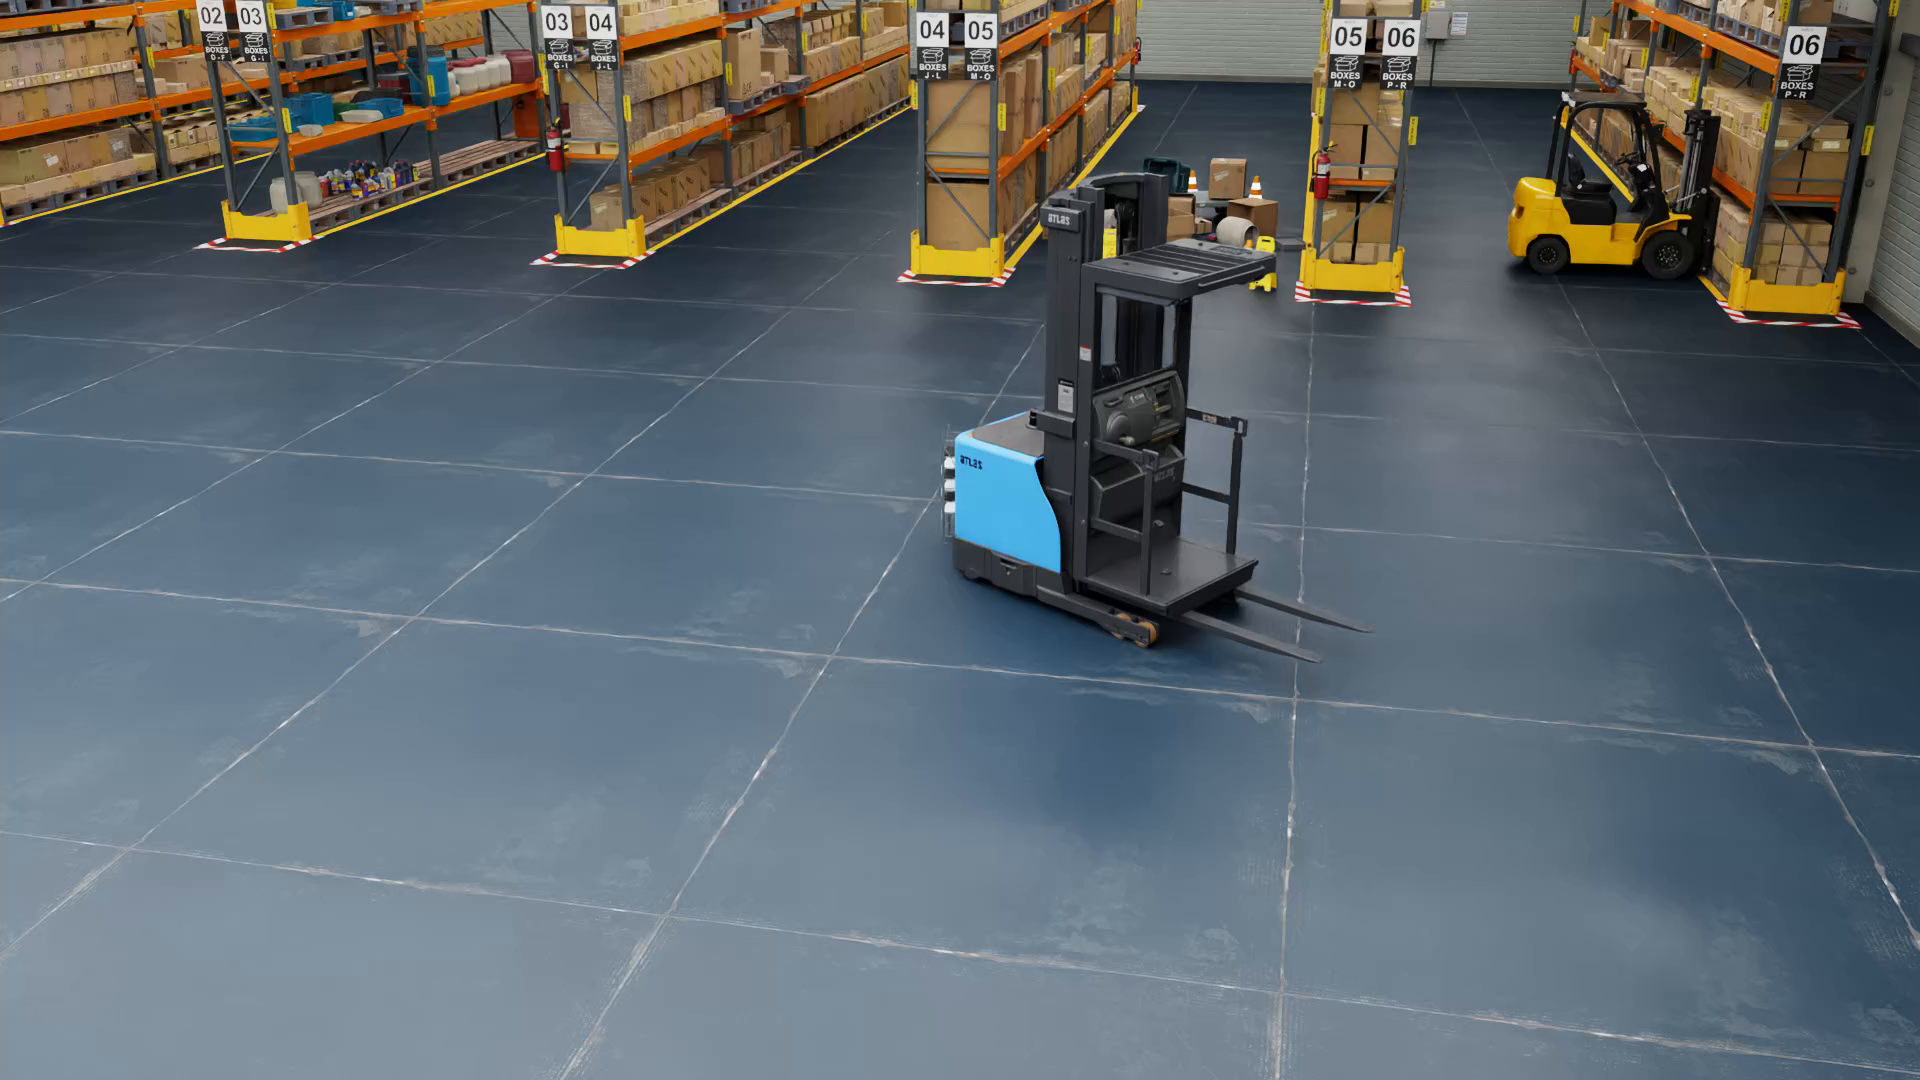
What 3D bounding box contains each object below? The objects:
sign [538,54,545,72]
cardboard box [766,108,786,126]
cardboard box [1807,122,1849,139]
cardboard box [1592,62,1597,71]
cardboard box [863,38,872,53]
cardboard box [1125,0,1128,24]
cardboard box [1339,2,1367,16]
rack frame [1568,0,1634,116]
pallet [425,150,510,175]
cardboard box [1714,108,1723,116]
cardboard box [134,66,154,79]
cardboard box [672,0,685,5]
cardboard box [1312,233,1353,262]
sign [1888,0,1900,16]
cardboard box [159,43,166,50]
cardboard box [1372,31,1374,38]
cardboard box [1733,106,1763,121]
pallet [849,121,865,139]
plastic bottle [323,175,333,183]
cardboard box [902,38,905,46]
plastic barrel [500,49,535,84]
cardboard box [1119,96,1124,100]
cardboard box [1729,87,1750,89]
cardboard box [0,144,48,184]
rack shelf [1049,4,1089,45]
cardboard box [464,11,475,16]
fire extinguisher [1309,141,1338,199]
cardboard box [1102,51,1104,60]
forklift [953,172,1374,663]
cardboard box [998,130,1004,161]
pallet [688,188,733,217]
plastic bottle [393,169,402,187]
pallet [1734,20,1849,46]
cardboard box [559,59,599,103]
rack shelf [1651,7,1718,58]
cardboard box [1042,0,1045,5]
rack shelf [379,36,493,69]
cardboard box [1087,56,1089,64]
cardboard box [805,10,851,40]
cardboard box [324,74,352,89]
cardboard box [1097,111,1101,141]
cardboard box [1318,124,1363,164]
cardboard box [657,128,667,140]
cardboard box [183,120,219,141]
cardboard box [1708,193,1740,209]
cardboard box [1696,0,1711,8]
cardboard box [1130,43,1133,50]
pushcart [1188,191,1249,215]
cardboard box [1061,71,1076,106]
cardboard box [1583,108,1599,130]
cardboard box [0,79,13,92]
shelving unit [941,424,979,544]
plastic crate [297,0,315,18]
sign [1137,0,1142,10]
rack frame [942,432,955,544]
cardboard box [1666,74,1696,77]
[{"bbox_3d":[-7.538,-8.592,29.954,0.100,0.325,0.005,4,22,11],"label":"sign"},{"bbox_3d":[-3.336,-7.323,28.776,0.500,0.250,0.500,5,23,13],"label":"cardboard box"},{"bbox_3d":[9.978,-4.712,19.138,0.380,0.149,0.250,4,22,10],"label":"cardboard box"},{"bbox_3d":[12.133,-8.911,31.301,0.380,0.149,0.250,4,22,10],"label":"cardboard box"},{"bbox_3d":[-2.060,-9.862,33.127,0.500,0.250,0.500,4,22,10],"label":"cardboard box"},{"bbox_3d":[3.083,-10.581,33.241,0.500,0.500,0.500,4,22,9],"label":"cardboard box"},{"bbox_3d":[4.620,-6.288,19.705,0.380,0.149,0.250,5,22,11],"label":"cardboard box"},{"bbox_3d":[12.965,-9.972,33.598,1.000,3.000,0.127,4,22,11],"label":"rack frame"},{"bbox_3d":[-8.525,-6.537,28.803,1.003,0.211,1.213,4,22,11],"label":"pallet"},{"bbox_3d":[9.939,-5.461,21.396,0.380,0.149,0.250,4,22,10],"label":"cardboard box"},{"bbox_3d":[-17.144,-9.399,34.491,0.750,0.750,0.750,5,23,13],"label":"cardboard box"},{"bbox_3d":[-4.092,-7.599,23.358,0.380,0.149,0.250,6,23,13],"label":"cardboard box"},{"bbox_3d":[4.747,-3.741,21.247,0.500,0.250,0.500,4,22,11],"label":"cardboard box"},{"bbox_3d":[10.242,-5.909,18.220,0.100,0.325,0.005,4,22,11],"label":"sign"},{"bbox_3d":[-16.877,-10.336,34.813,0.380,0.149,0.250,5,23,13],"label":"cardboard box"},{"bbox_3d":[5.482,-6.538,21.394,0.380,0.149,0.250,4,22,10],"label":"cardboard box"},{"bbox_3d":[9.729,-5.227,20.416,0.380,0.149,0.250,5,22,12],"label":"cardboard box"},{"bbox_3d":[-2.496,-8.060,32.583,1.003,0.211,1.213,4,22,11],"label":"pallet"},{"bbox_3d":[-9.658,-5.417,25.345,0.152,0.276,0.135,4,22,9],"label":"plastic bottle"},{"bbox_3d":[-1.398,-10.737,35.835,0.380,0.149,0.250,5,22,11],"label":"cardboard box"},{"bbox_3d":[-7.876,-8.426,29.578,0.600,0.536,0.708,4,22,11],"label":"plastic barrel"},{"bbox_3d":[3.142,-9.012,34.070,0.380,0.149,0.250,6,23,14],"label":"cardboard box"},{"bbox_3d":[10.988,-6.323,23.536,0.380,0.149,0.250,4,22,10],"label":"cardboard box"},{"bbox_3d":[-14.131,-5.638,24.953,0.500,0.500,0.500,4,22,11],"label":"cardboard box"},{"bbox_3d":[1.198,-8.090,25.872,1.077,0.370,4.000,4,22,11],"label":"rack shelf"},{"bbox_3d":[-11.217,-12.002,37.168,0.500,0.500,0.500,5,22,12],"label":"cardboard box"},{"bbox_3d":[4.366,-4.455,20.002,0.296,0.674,0.183,4,22,11],"label":"fire extinguisher"},{"bbox_3d":[2.483,-9.049,31.081,0.380,0.149,0.250,5,22,11],"label":"cardboard box"},{"bbox_3d":[1.365,-0.867,11.084,3.031,2.935,1.130,19,29,39],"label":"forklift"},{"bbox_3d":[0.096,-5.249,21.671,0.875,0.550,0.550,4,22,11],"label":"cardboard box"},{"bbox_3d":[-4.147,-5.174,25.417,1.003,0.211,1.213,4,22,11],"label":"pallet"},{"bbox_3d":[-8.775,-5.647,25.906,0.061,0.283,0.133,6,23,14],"label":"plastic bottle"},{"bbox_3d":[10.117,-6.175,20.273,1.003,0.211,1.213,4,22,11],"label":"pallet"},{"bbox_3d":[-4.991,-6.121,22.166,0.500,0.500,0.500,4,22,11],"label":"cardboard box"},{"bbox_3d":[10.925,-7.372,24.091,1.077,0.370,4.000,4,22,11],"label":"rack shelf"},{"bbox_3d":[0.977,-7.567,23.252,0.380,0.149,0.250,5,22,12],"label":"cardboard box"},{"bbox_3d":[-11.702,-10.796,36.606,1.077,0.370,4.000,4,22,11],"label":"rack shelf"},{"bbox_3d":[2.057,-8.431,29.147,0.380,0.149,0.250,5,22,11],"label":"cardboard box"},{"bbox_3d":[-2.535,-9.919,31.990,0.797,0.503,0.637,4,22,10],"label":"cardboard box"},{"bbox_3d":[-12.651,-9.266,33.599,0.500,0.250,0.500,5,22,11],"label":"cardboard box"},{"bbox_3d":[2.304,-7.597,30.485,0.500,0.500,0.500,4,22,10],"label":"cardboard box"},{"bbox_3d":[4.681,-4.901,20.475,0.500,0.500,0.500,4,22,10],"label":"cardboard box"},{"bbox_3d":[-4.321,-5.680,23.277,0.380,0.149,0.250,4,22,11],"label":"cardboard box"},{"bbox_3d":[-13.202,-7.156,28.974,0.500,0.311,0.500,4,22,9],"label":"cardboard box"},{"bbox_3d":[9.791,-4.253,21.178,0.500,0.250,0.500,4,22,10],"label":"cardboard box"},{"bbox_3d":[10.426,-7.458,22.763,0.500,0.311,0.500,4,22,9],"label":"cardboard box"},{"bbox_3d":[3.449,-10.432,35.077,0.380,0.149,0.250,4,22,11],"label":"cardboard box"},{"bbox_3d":[3.414,-4.899,24.513,1.648,0.377,0.936,-3,22,-8],"label":"pushcart"},{"bbox_3d":[1.572,-7.259,26.729,0.500,0.500,0.500,4,22,10],"label":"cardboard box"},{"bbox_3d":[12.323,-8.101,31.737,0.700,0.500,0.500,4,22,9],"label":"cardboard box"},{"bbox_3d":[-14.164,-6.671,24.401,0.380,0.149,0.250,5,22,11],"label":"cardboard box"},{"bbox_3d":[0.002,-0.420,12.693,0.258,0.900,0.210,4,22,11],"label":"shelving unit"},{"bbox_3d":[-9.616,-7.734,24.049,0.392,0.384,0.575,4,22,11],"label":"plastic crate"},{"bbox_3d":[3.778,-11.323,34.981,0.100,0.325,0.005,4,22,11],"label":"sign"},{"bbox_3d":[-0.019,-0.383,12.601,0.240,0.900,0.006,4,22,11],"label":"rack frame"},{"bbox_3d":[10.836,-6.915,25.005,0.380,0.149,0.250,5,22,11],"label":"cardboard box"}]
